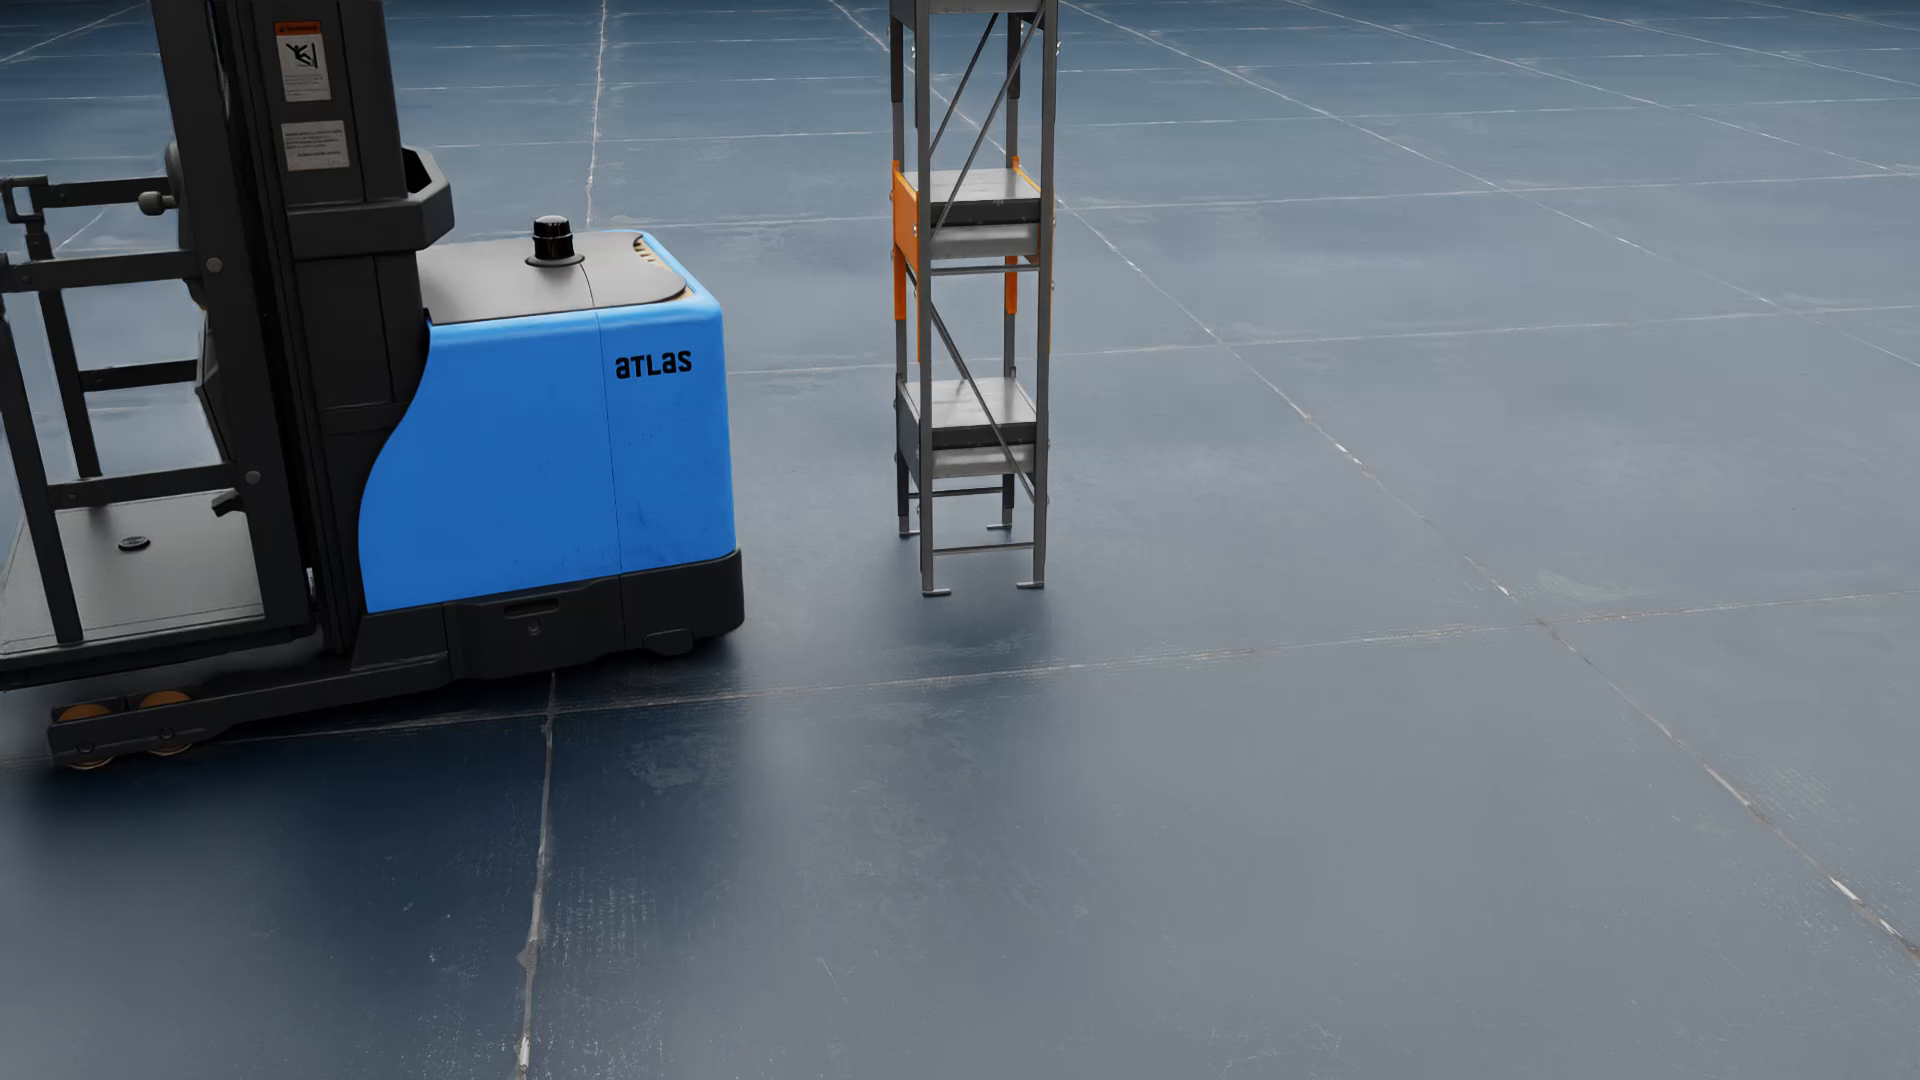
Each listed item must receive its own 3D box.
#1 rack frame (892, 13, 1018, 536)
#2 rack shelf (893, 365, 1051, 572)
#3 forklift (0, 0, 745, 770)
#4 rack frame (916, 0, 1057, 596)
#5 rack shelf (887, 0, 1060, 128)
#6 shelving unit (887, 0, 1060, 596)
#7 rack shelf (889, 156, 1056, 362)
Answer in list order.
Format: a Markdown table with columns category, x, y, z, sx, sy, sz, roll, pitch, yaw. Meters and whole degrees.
| category | x | y | z | sx | sy | sz | roll | pitch | yaw |
| --- | --- | --- | --- | --- | --- | --- | --- | --- | --- |
| rack frame | -0.015 | -0.993 | 5.400 | 0.400 | 2.100 | 0.015 | -4 | 24 | -10 |
| rack shelf | 0.031 | -0.243 | 5.466 | 0.431 | 0.518 | 0.480 | -4 | 24 | -10 |
| forklift | -2.219 | -0.980 | 4.332 | 3.031 | 2.935 | 1.130 | -9 | 25 | -20 |
| rack frame | 0.076 | -0.801 | 4.961 | 0.400 | 2.100 | 0.015 | -4 | 24 | -10 |
| rack shelf | 0.031 | -1.526 | 4.906 | 0.431 | 0.518 | 0.480 | -4 | 24 | -10 |
| shelving unit | 0.031 | -0.897 | 5.181 | 0.431 | 2.100 | 0.503 | -4 | 24 | -10 |
| rack shelf | 0.031 | -0.885 | 5.186 | 0.431 | 0.518 | 0.480 | -4 | 24 | -10 |
